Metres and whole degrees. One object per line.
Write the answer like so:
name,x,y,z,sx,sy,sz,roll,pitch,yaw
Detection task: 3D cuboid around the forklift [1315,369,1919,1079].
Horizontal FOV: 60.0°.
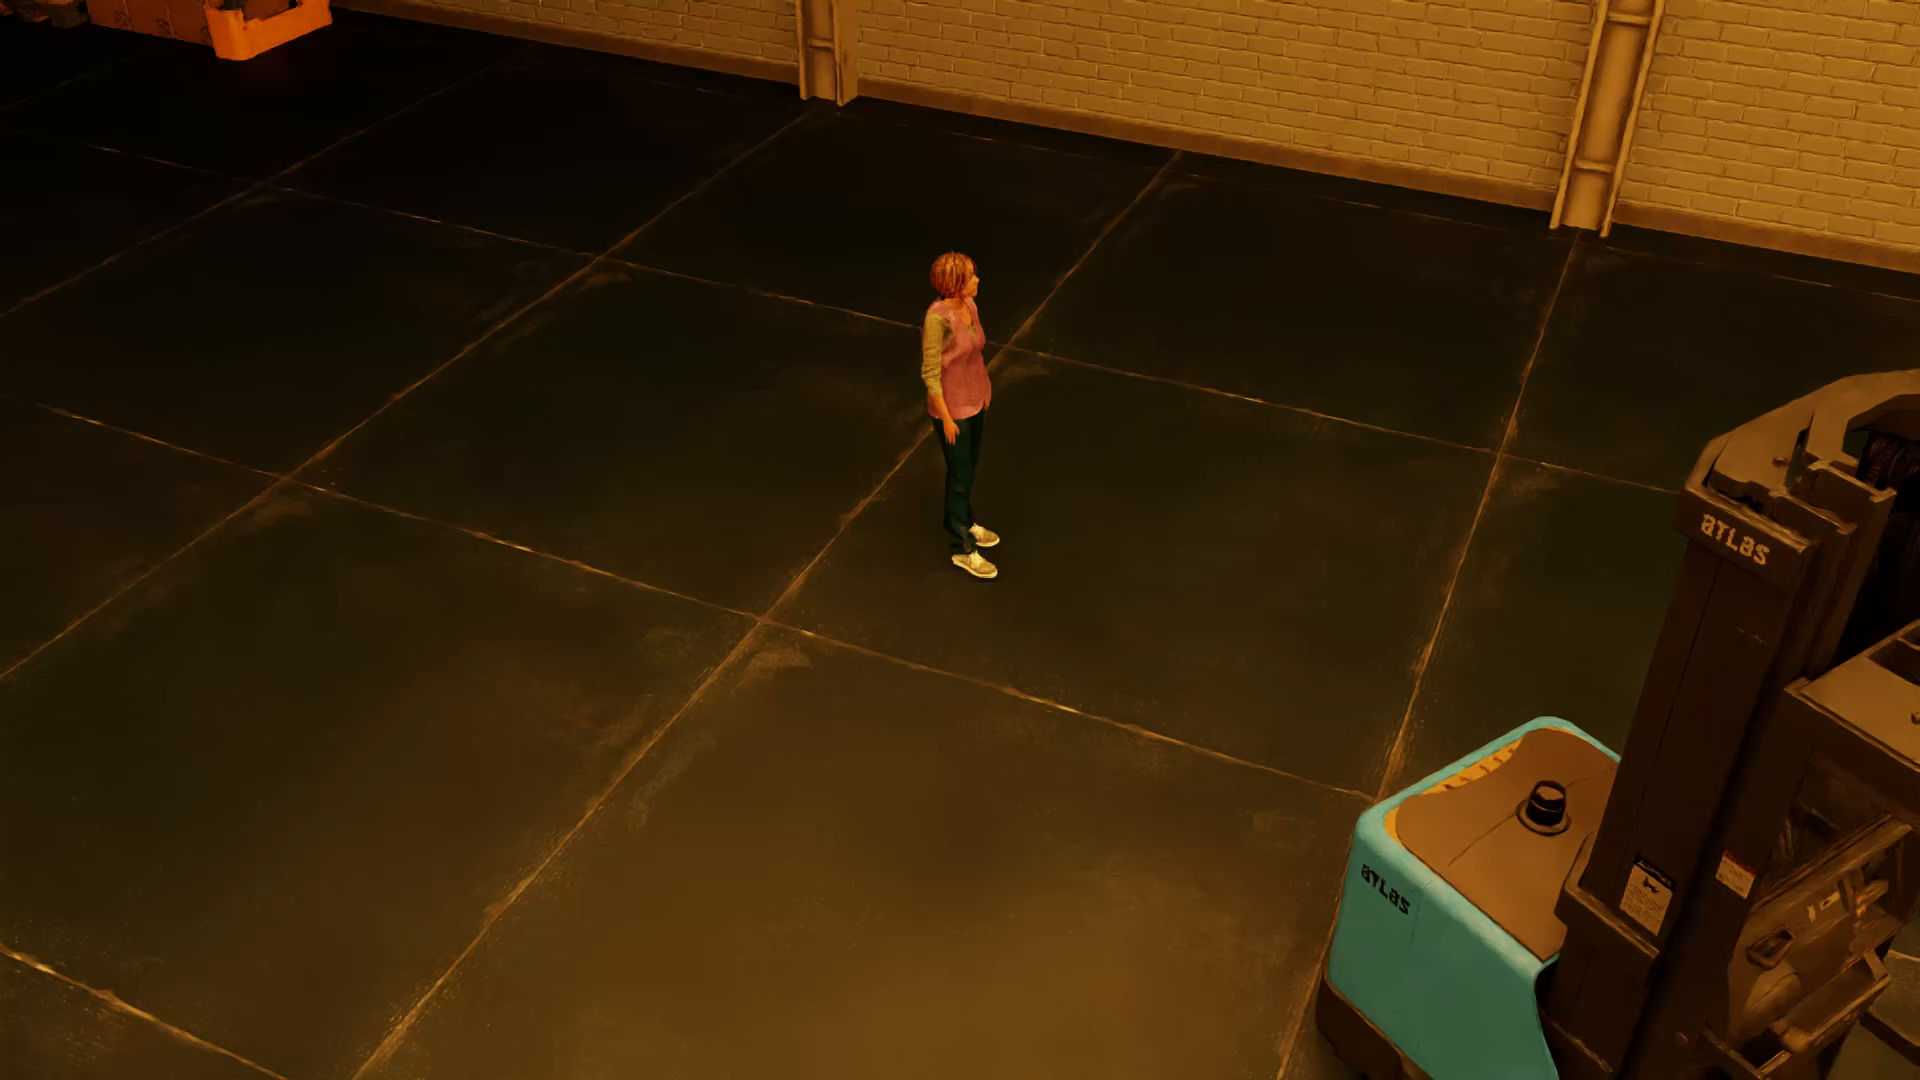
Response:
forklift,2.524,1.152,4.472,1.130,2.935,3.031,-21,41,-27

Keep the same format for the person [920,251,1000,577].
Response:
person,0.062,-0.625,8.112,0.474,1.583,0.520,15,38,20
